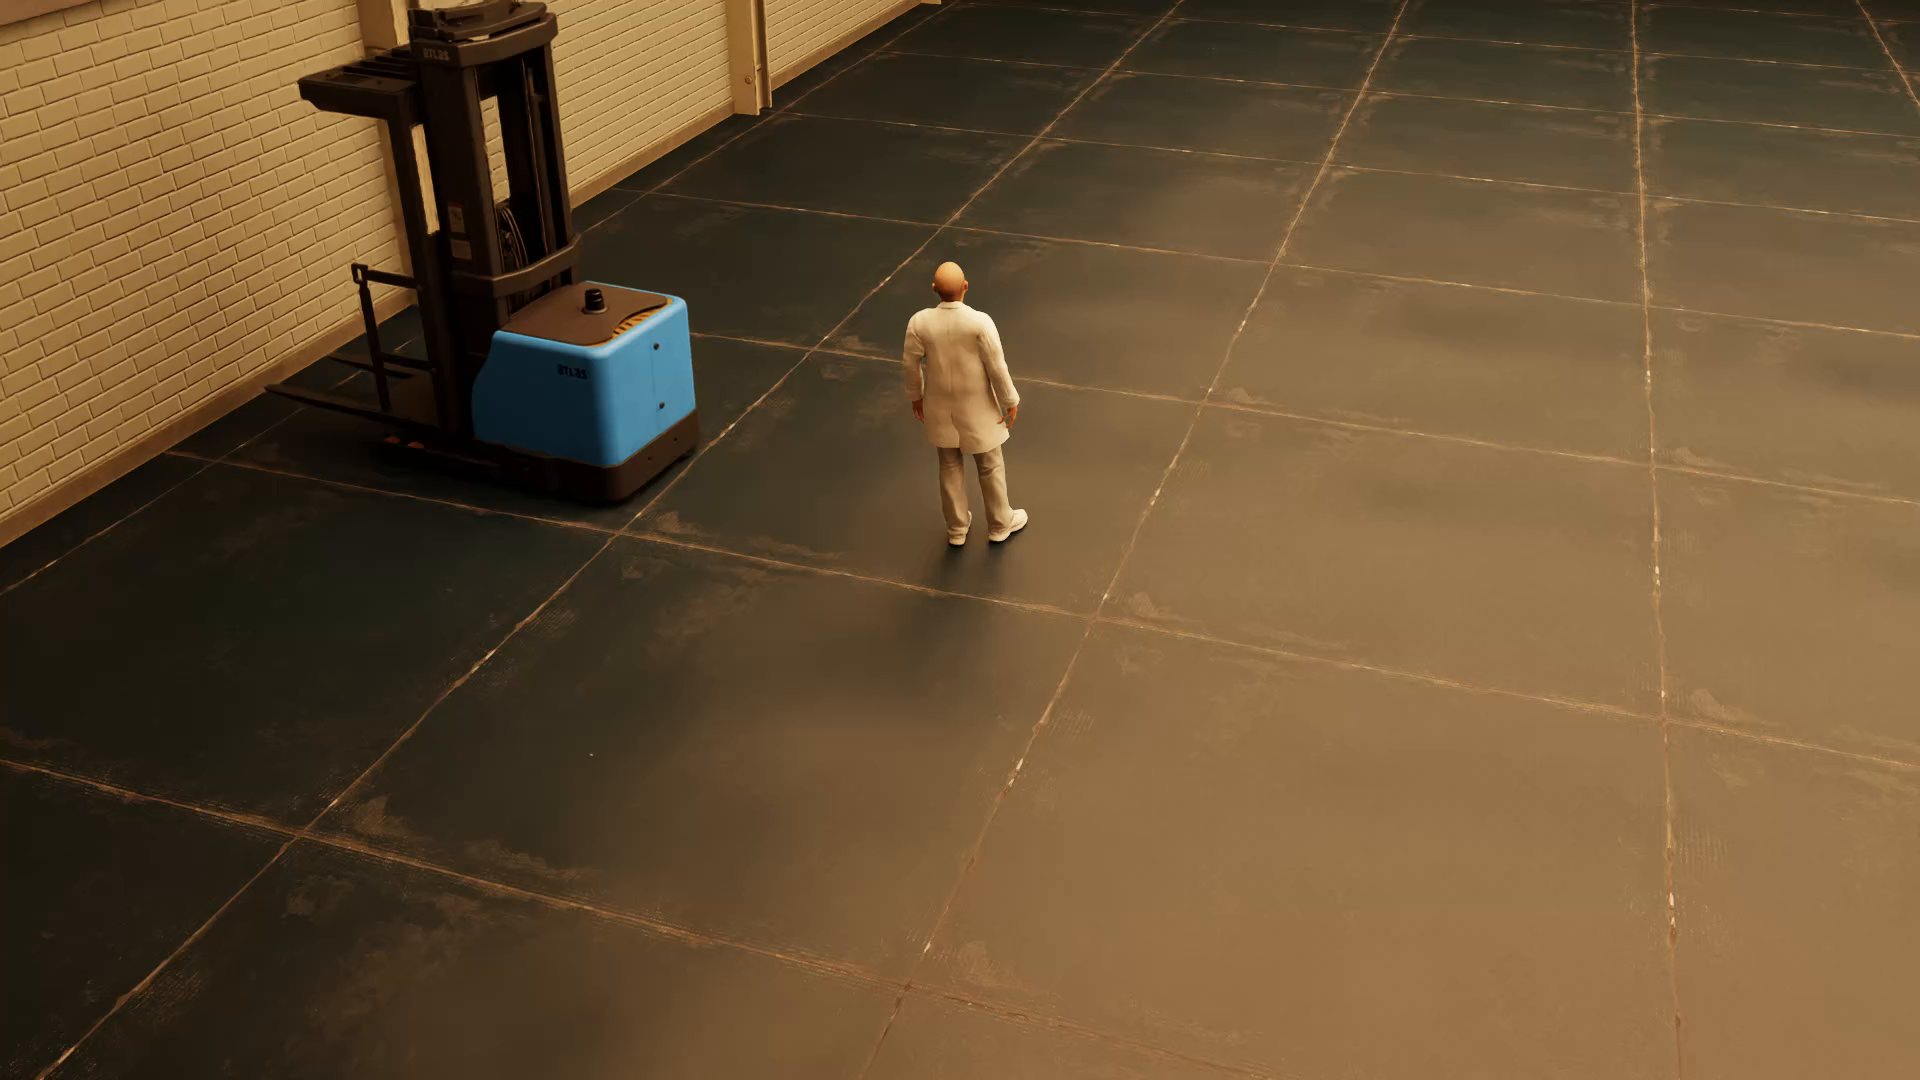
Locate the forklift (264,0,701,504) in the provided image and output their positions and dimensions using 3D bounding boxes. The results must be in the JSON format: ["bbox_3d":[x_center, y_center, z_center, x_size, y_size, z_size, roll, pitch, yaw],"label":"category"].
[{"bbox_3d":[-3.298,-1.978,10.606,3.031,2.935,1.130,12,32,21],"label":"forklift"}]

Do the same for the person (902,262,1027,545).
[{"bbox_3d":[0.034,-0.820,9.725,0.694,1.776,0.581,10,31,16],"label":"person"}]
